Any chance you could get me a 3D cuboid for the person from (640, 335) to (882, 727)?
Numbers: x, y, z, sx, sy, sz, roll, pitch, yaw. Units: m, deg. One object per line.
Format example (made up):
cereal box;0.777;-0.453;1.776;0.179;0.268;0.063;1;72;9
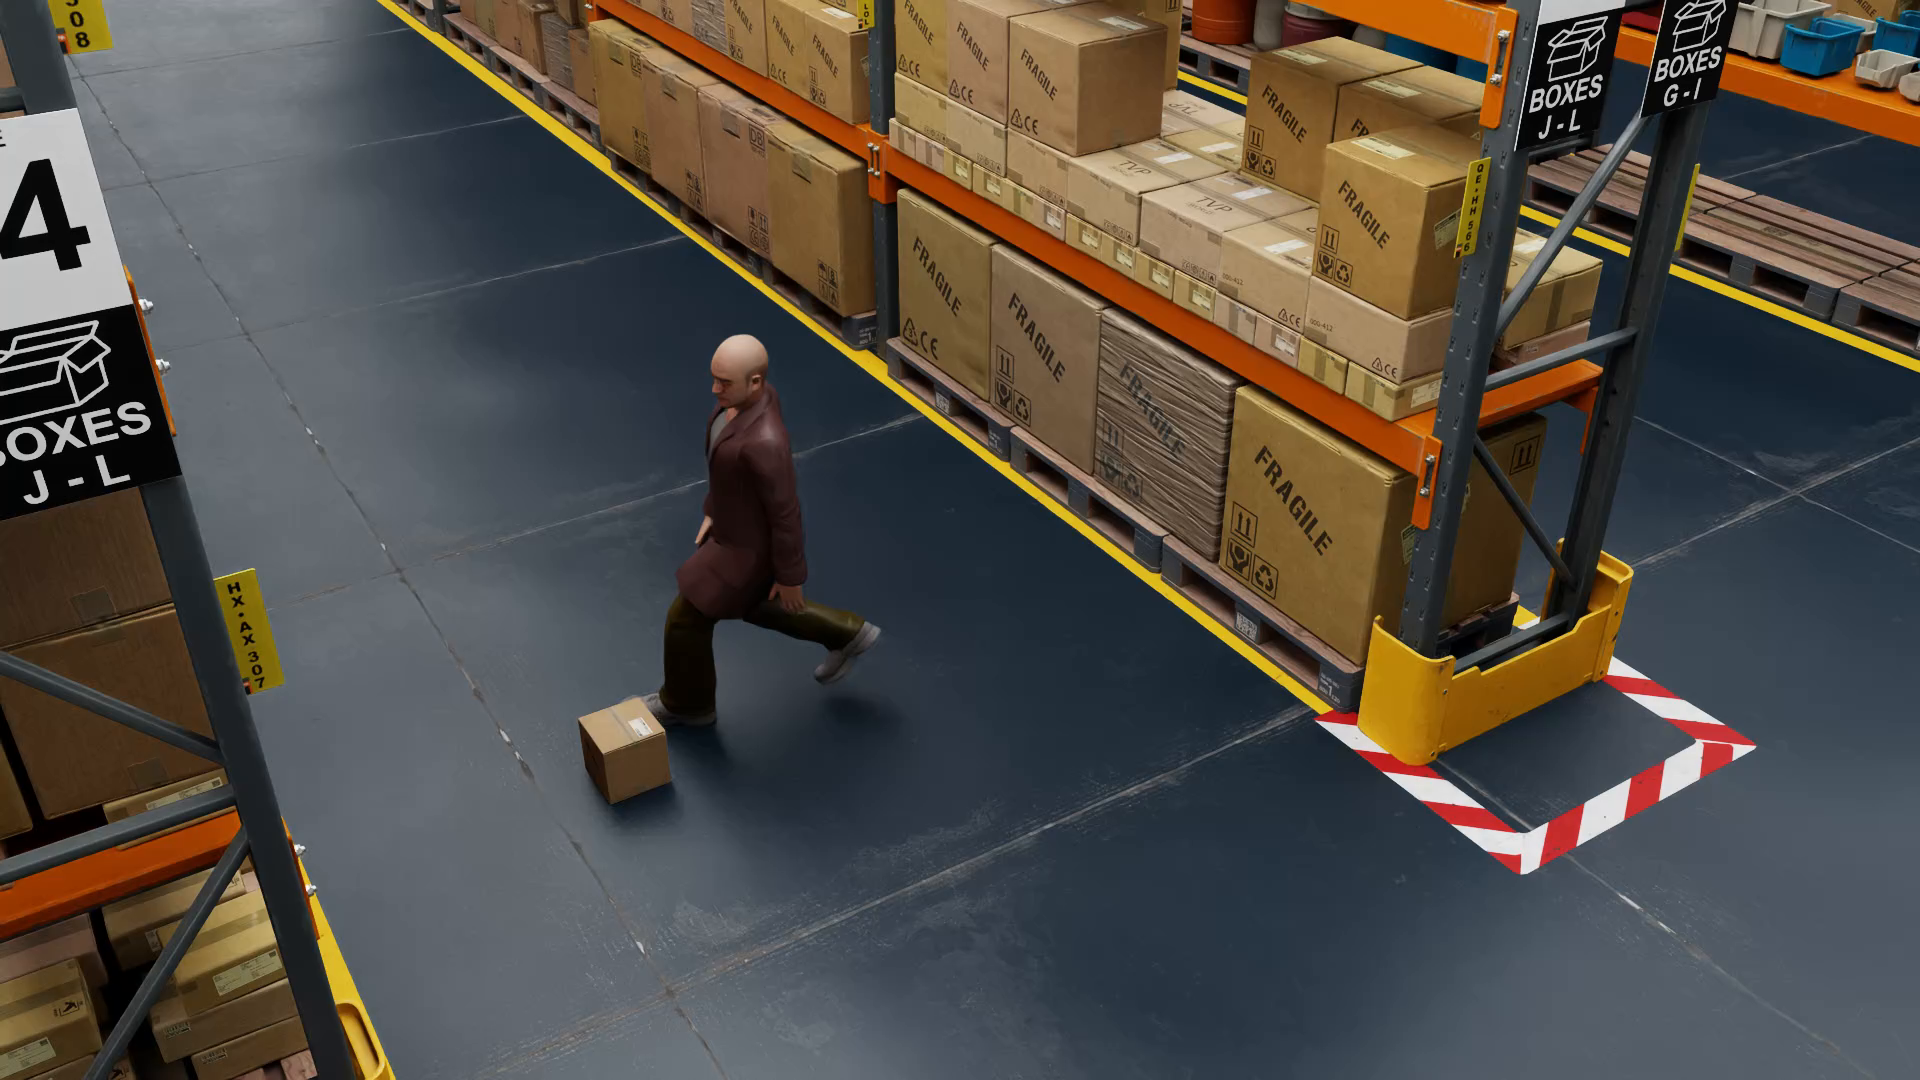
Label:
person;-0.822;-0.008;6.233;1.049;1.692;0.588;-4;32;-7
